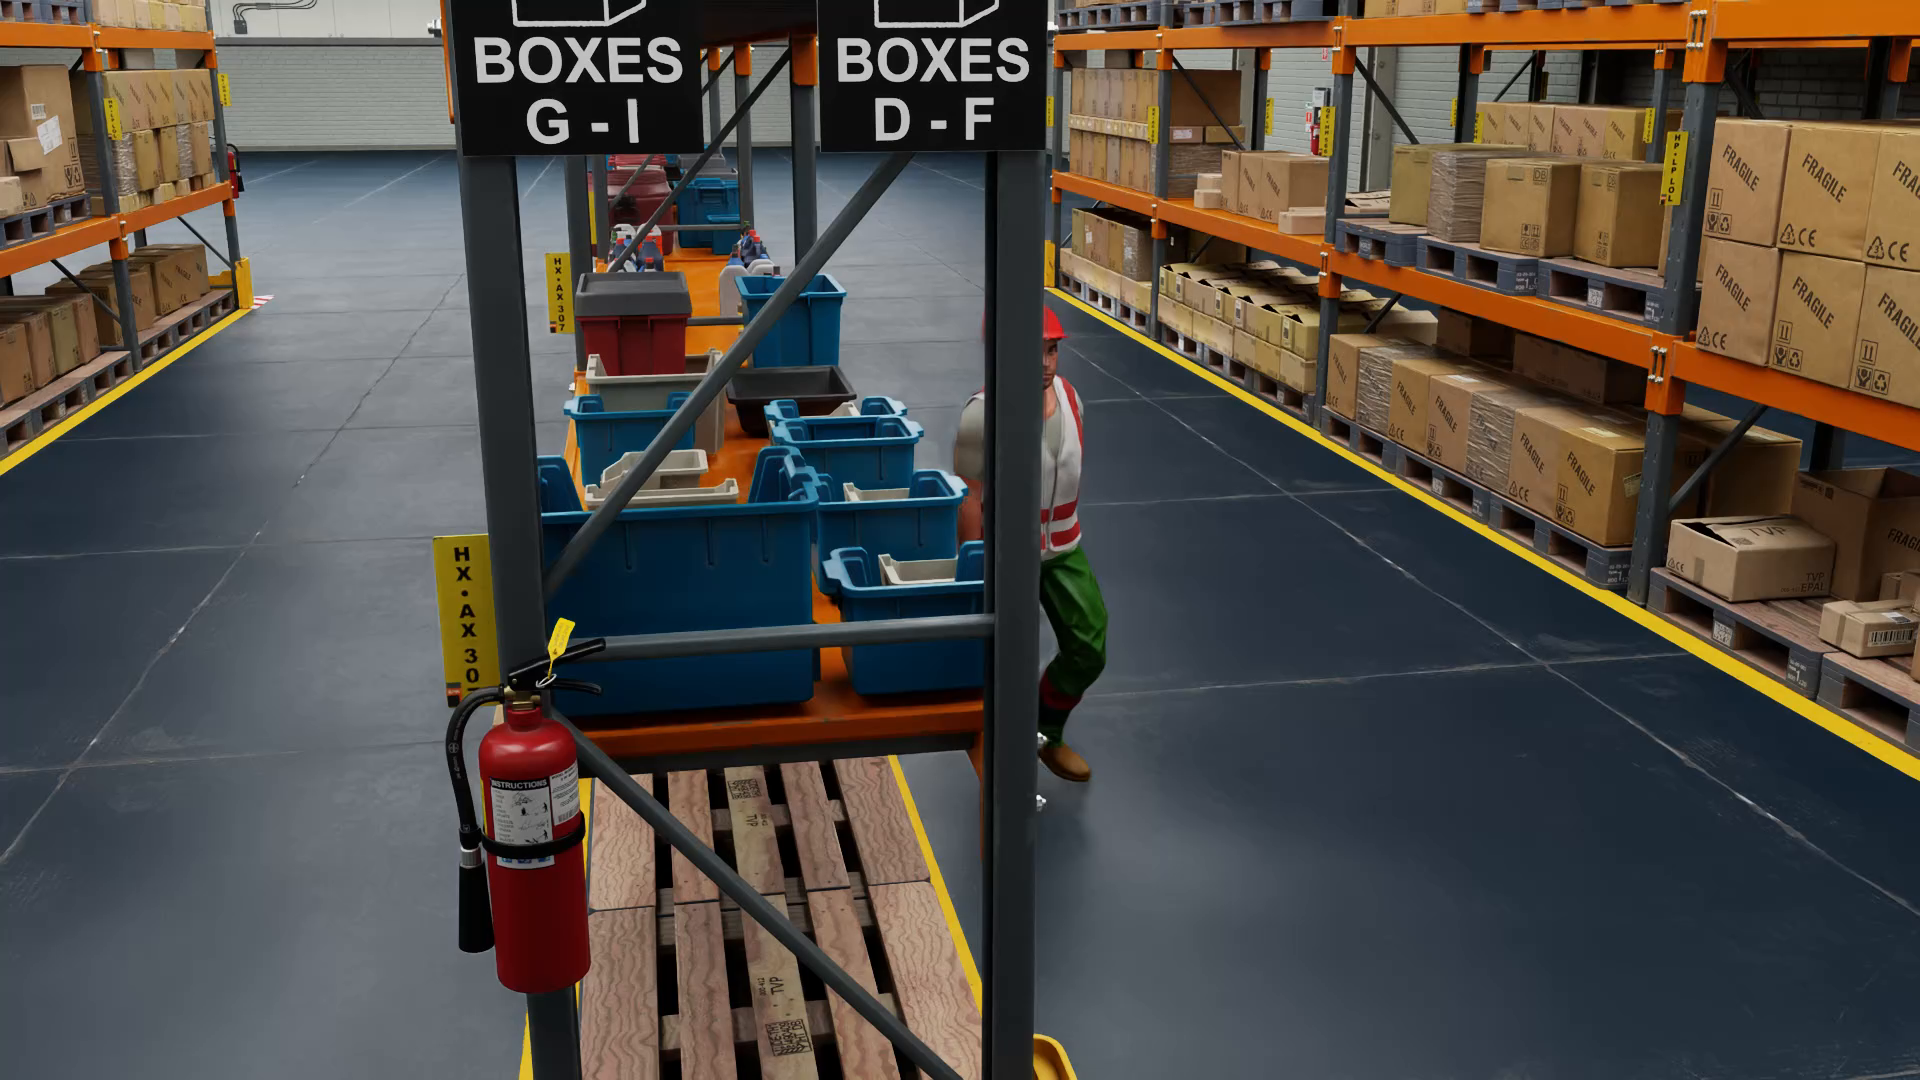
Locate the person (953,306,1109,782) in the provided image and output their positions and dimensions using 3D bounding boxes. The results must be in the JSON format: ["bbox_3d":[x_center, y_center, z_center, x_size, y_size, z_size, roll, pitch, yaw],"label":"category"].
[{"bbox_3d":[0.225,0.042,5.776,0.579,1.766,0.518,-10,19,-30],"label":"person"}]
